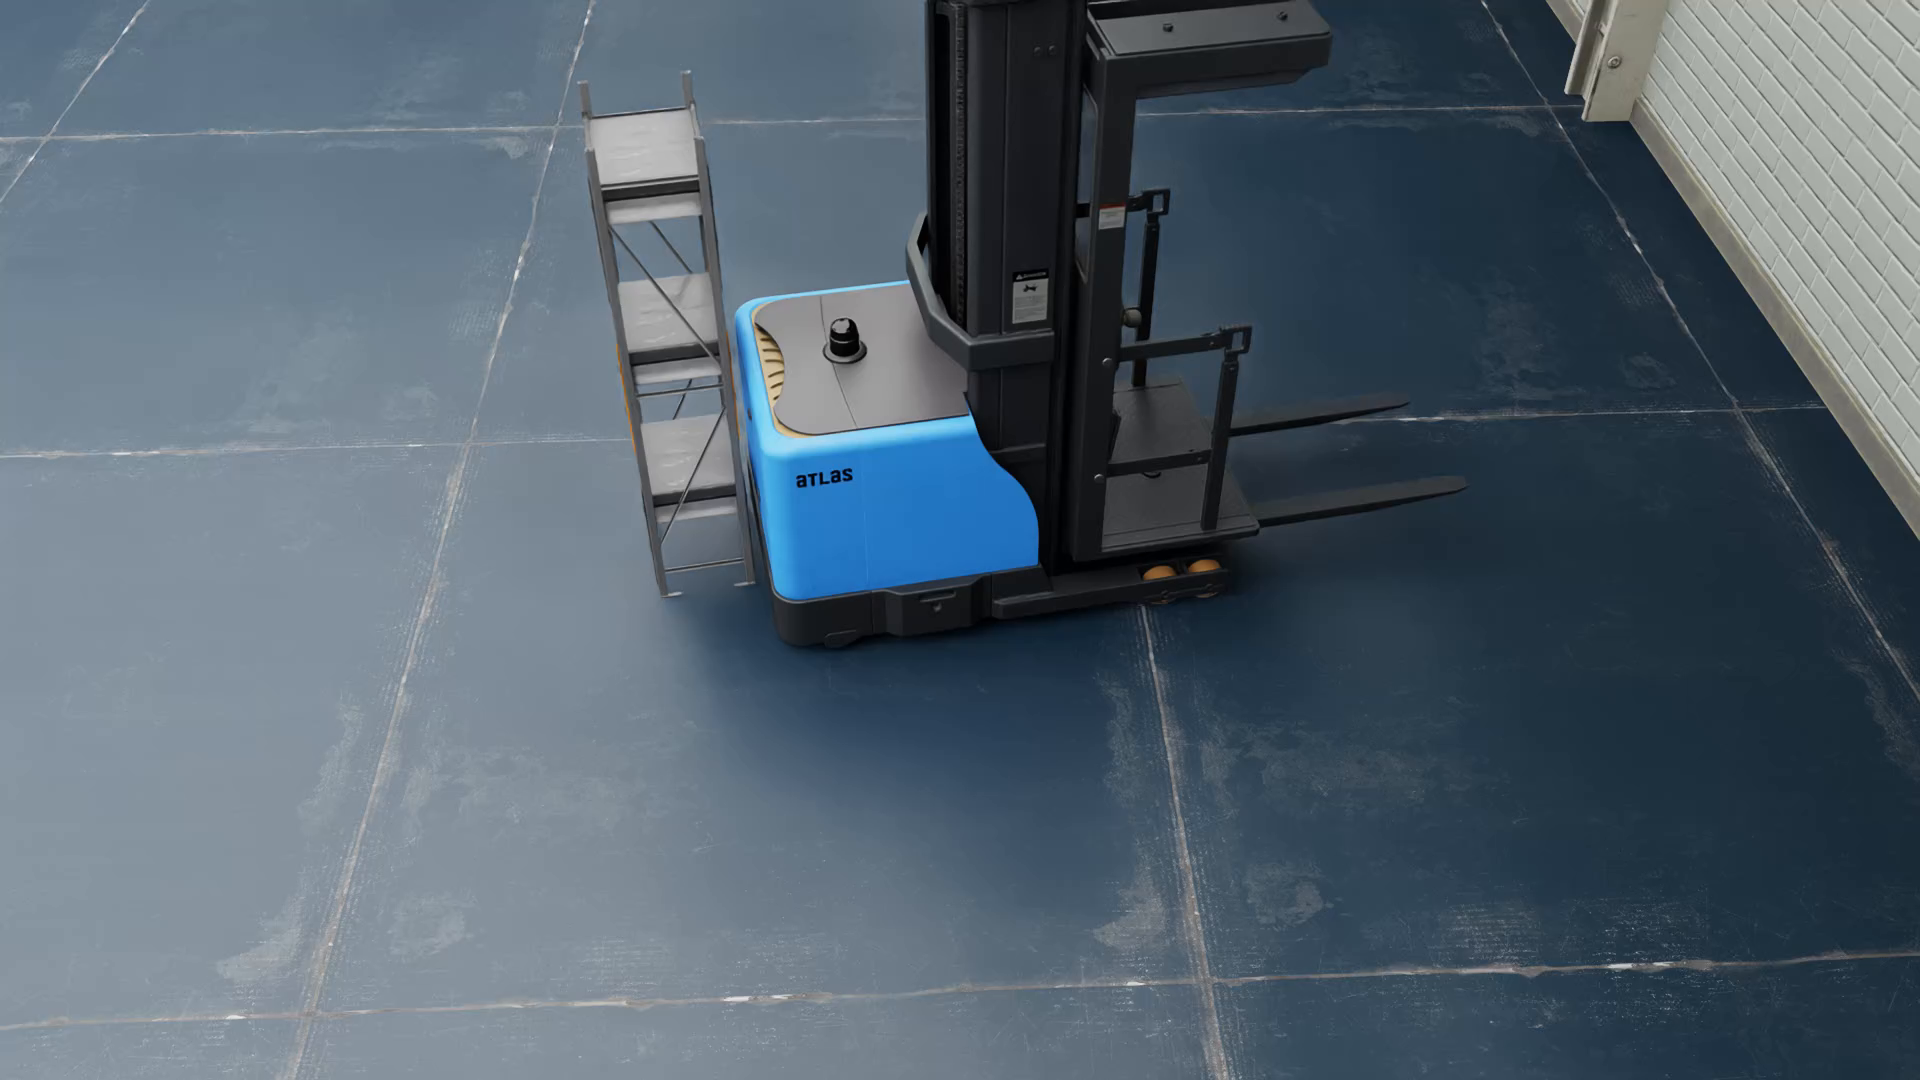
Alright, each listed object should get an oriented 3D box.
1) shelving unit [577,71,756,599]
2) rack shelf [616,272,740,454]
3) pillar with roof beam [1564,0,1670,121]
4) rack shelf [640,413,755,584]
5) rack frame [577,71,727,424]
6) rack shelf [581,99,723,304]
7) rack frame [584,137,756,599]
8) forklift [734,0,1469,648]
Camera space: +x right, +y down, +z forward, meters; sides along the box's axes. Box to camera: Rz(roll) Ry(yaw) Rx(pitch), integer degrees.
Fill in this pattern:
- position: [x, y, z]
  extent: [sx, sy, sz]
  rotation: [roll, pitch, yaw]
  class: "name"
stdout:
- position: [-1.114, -0.721, 6.482]
  extent: [0.431, 2.100, 0.503]
  rotation: [-8, 43, -9]
  class: "shelving unit"
- position: [-1.114, -0.711, 6.492]
  extent: [0.431, 0.518, 0.480]
  rotation: [-8, 43, -9]
  class: "rack shelf"
- position: [-0.404, -5.848, 6.971]
  extent: [9.100, 9.000, 0.400]
  rotation: [-2, 43, -2]
  class: "pillar with roof beam"
- position: [-1.114, -0.195, 6.965]
  extent: [0.431, 0.518, 0.480]
  rotation: [-8, 43, -9]
  class: "rack shelf"
- position: [-1.166, -0.882, 6.658]
  extent: [0.400, 2.100, 0.015]
  rotation: [-8, 43, -9]
  class: "rack frame"
- position: [-1.114, -1.227, 6.019]
  extent: [0.431, 0.518, 0.480]
  rotation: [-8, 43, -9]
  class: "rack shelf"
- position: [-1.062, -0.560, 6.307]
  extent: [0.400, 2.100, 0.015]
  rotation: [-8, 43, -9]
  class: "rack frame"
- position: [0.647, -1.153, 6.338]
  extent: [3.031, 2.935, 1.130]
  rotation: [-8, 43, -9]
  class: "forklift"
